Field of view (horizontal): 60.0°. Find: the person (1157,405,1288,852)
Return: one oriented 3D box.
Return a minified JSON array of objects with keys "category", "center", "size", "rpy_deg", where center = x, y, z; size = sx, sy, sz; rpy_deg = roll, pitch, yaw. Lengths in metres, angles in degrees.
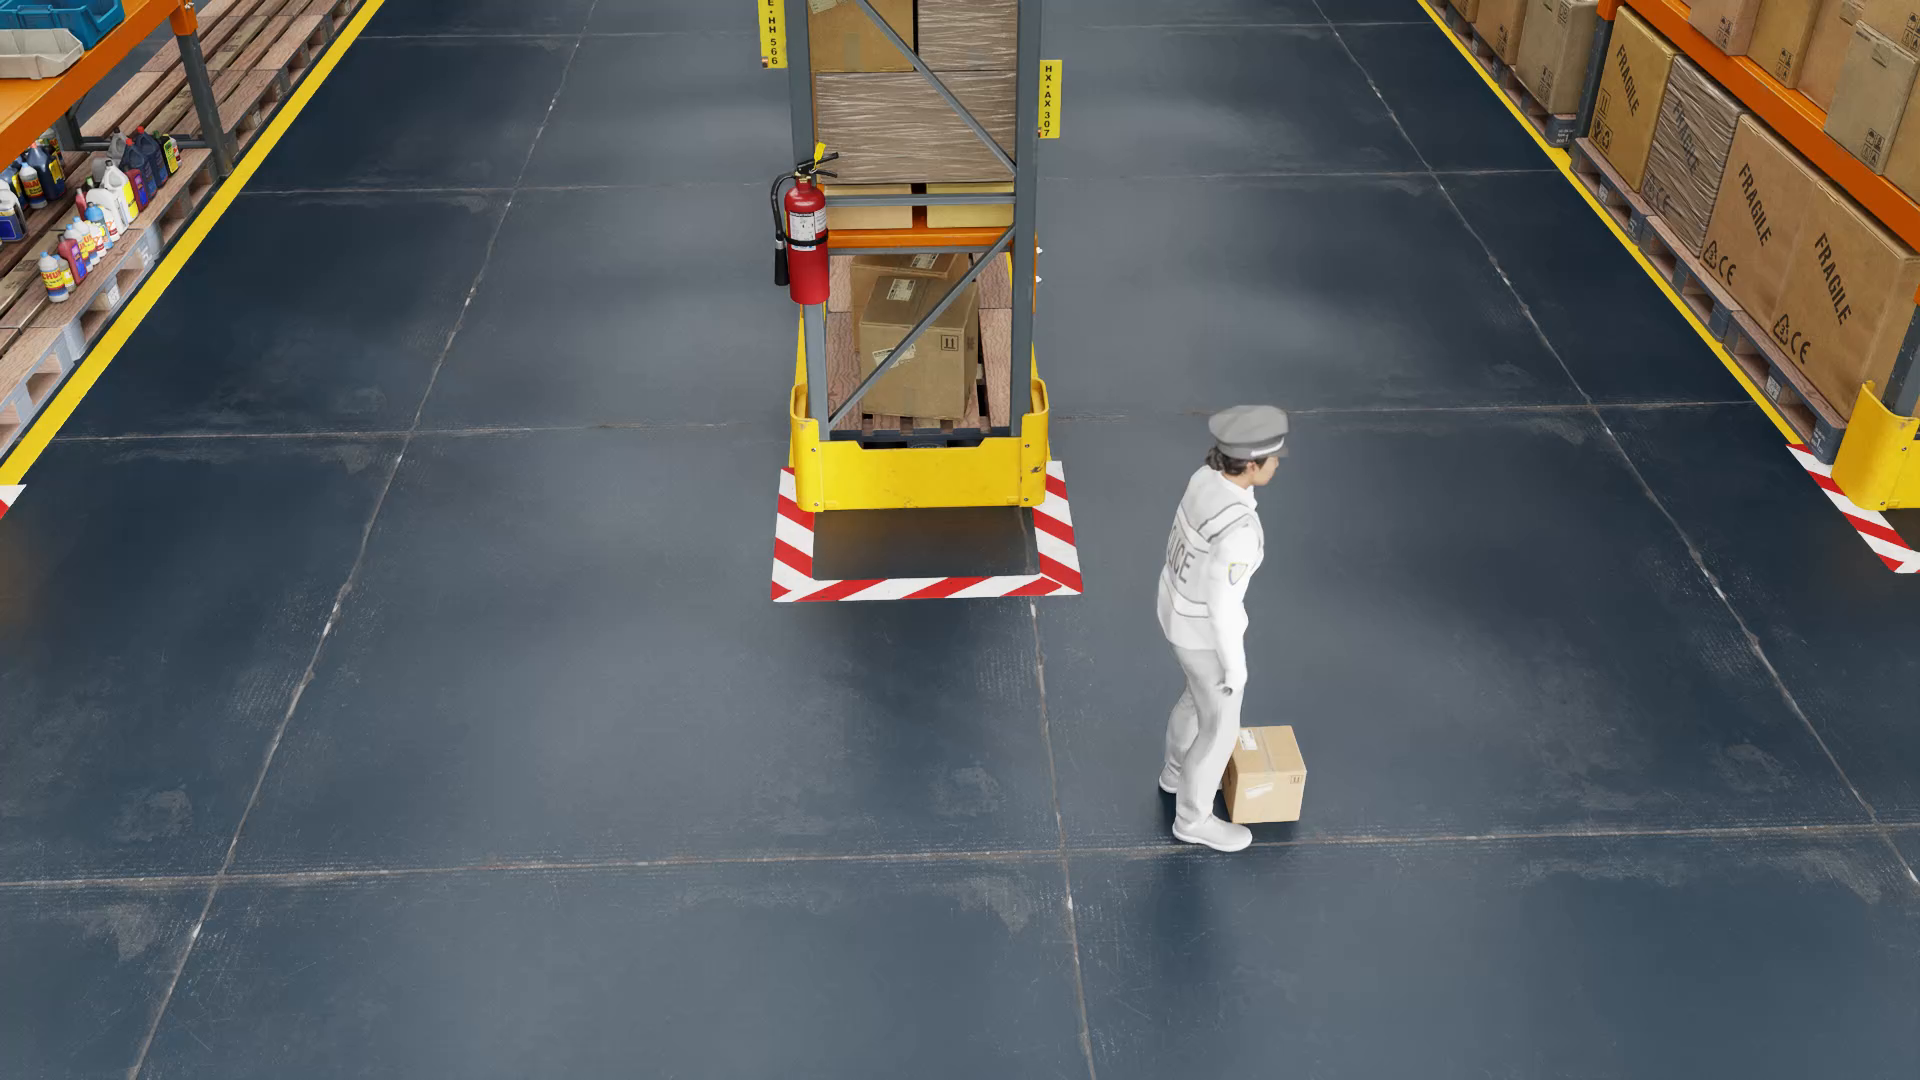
[{"category":"person","center":[0.871,0.301,5.721],"size":[0.374,1.662,0.534],"rpy_deg":[-3,36,-5]}]
